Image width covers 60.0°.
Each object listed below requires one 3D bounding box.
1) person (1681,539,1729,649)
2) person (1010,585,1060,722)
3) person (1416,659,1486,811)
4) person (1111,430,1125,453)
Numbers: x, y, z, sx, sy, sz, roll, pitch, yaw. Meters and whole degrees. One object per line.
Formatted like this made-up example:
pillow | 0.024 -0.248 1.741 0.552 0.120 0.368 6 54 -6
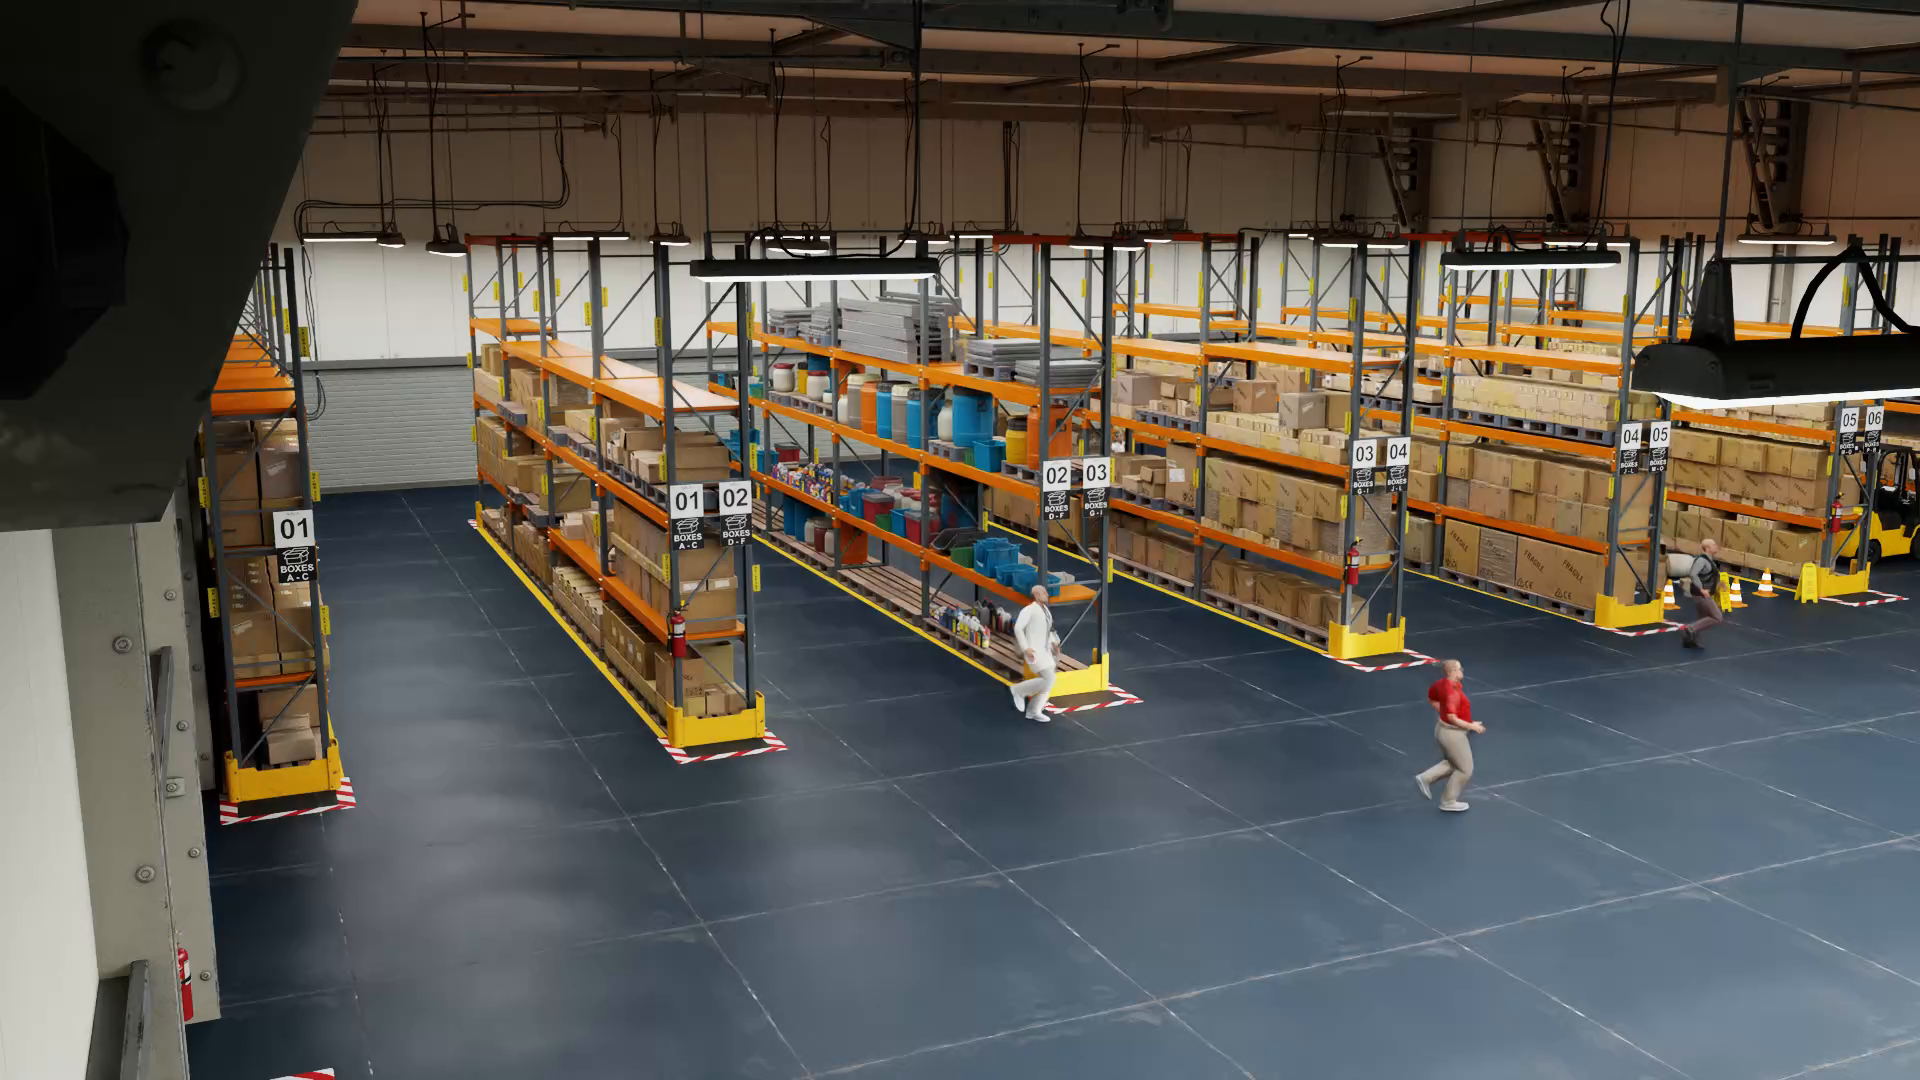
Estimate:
person | 11.040 0.807 24.607 0.581 1.674 0.621 6 13 29
person | 1.037 1.428 21.297 0.516 1.697 0.738 5 12 26
person | 5.280 2.097 17.904 0.626 1.674 0.660 0 11 -2
person | 3.636 -1.658 37.341 0.651 1.655 0.588 -3 11 -15
